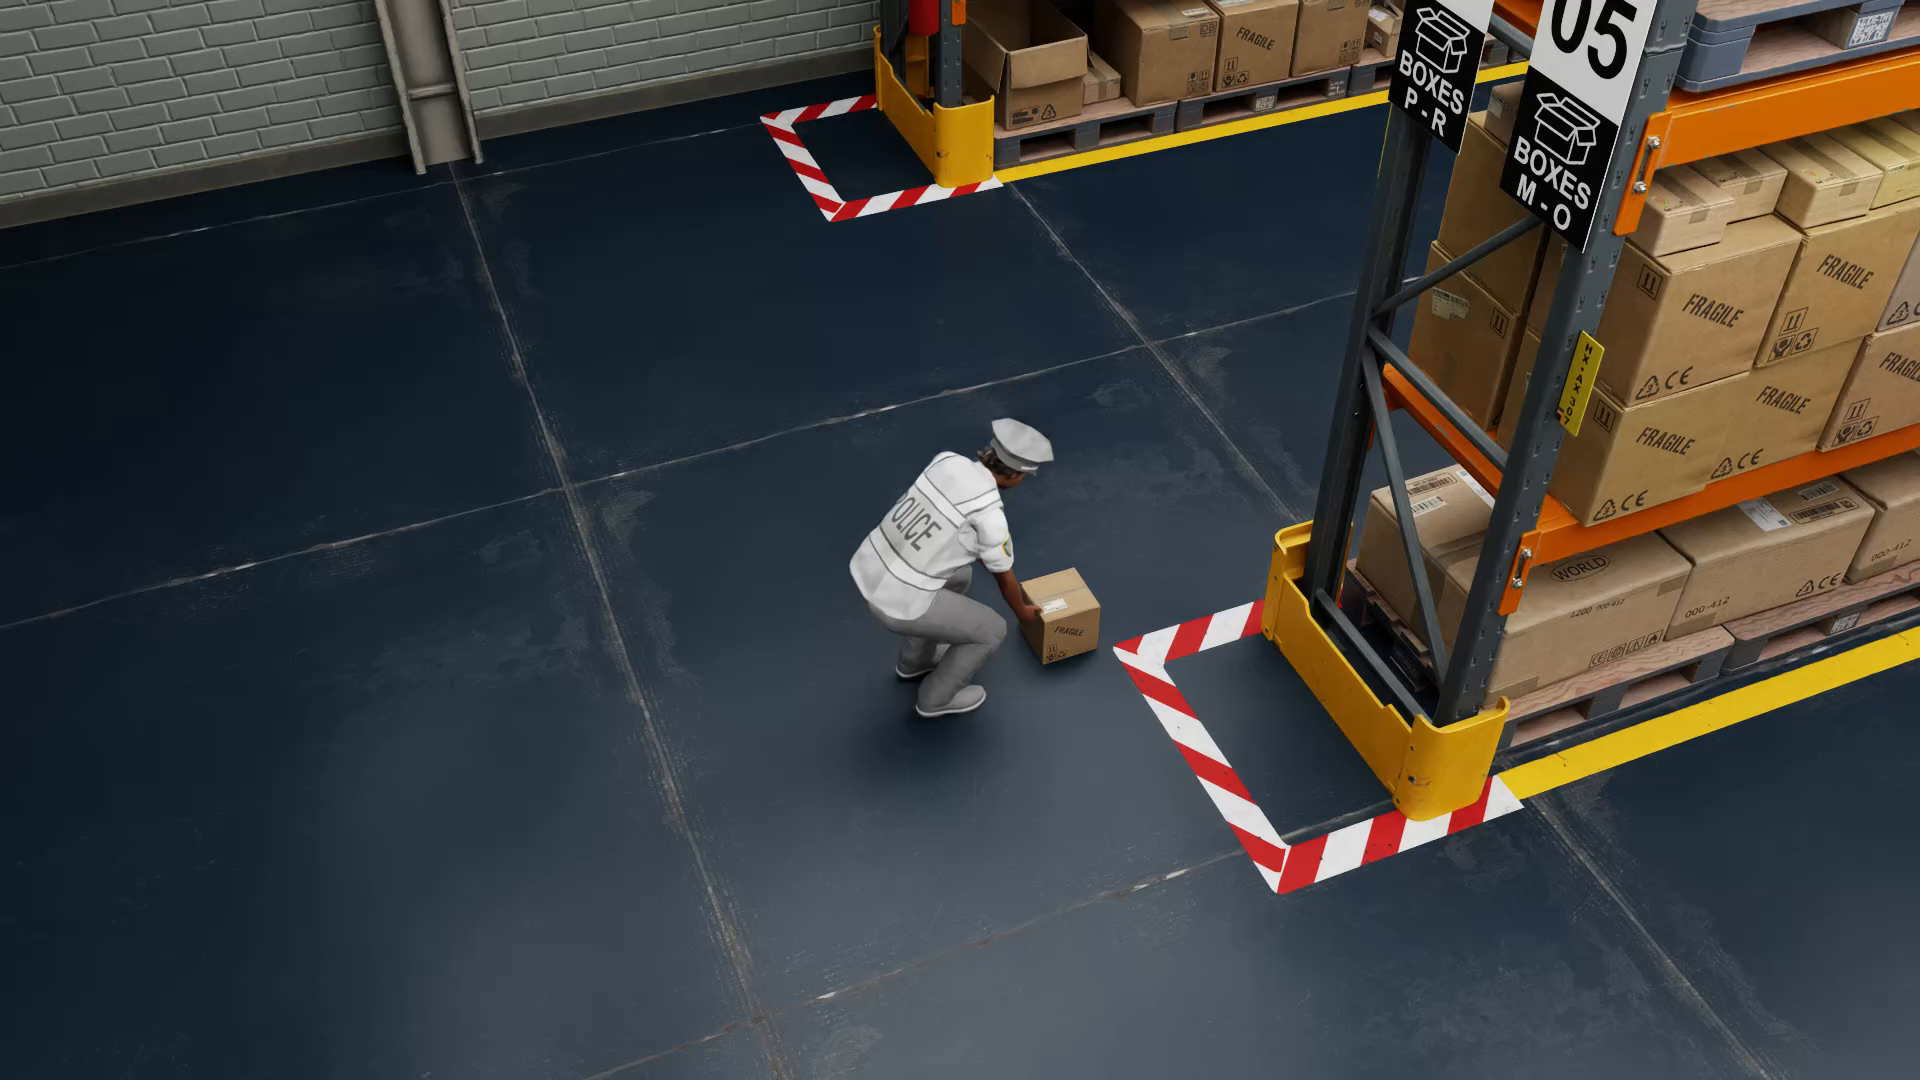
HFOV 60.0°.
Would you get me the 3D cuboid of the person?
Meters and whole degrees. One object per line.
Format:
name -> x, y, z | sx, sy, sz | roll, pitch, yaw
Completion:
person -> -0.031, 0.110, 6.397 | 0.803, 1.189, 0.500 | -15, 44, -16
